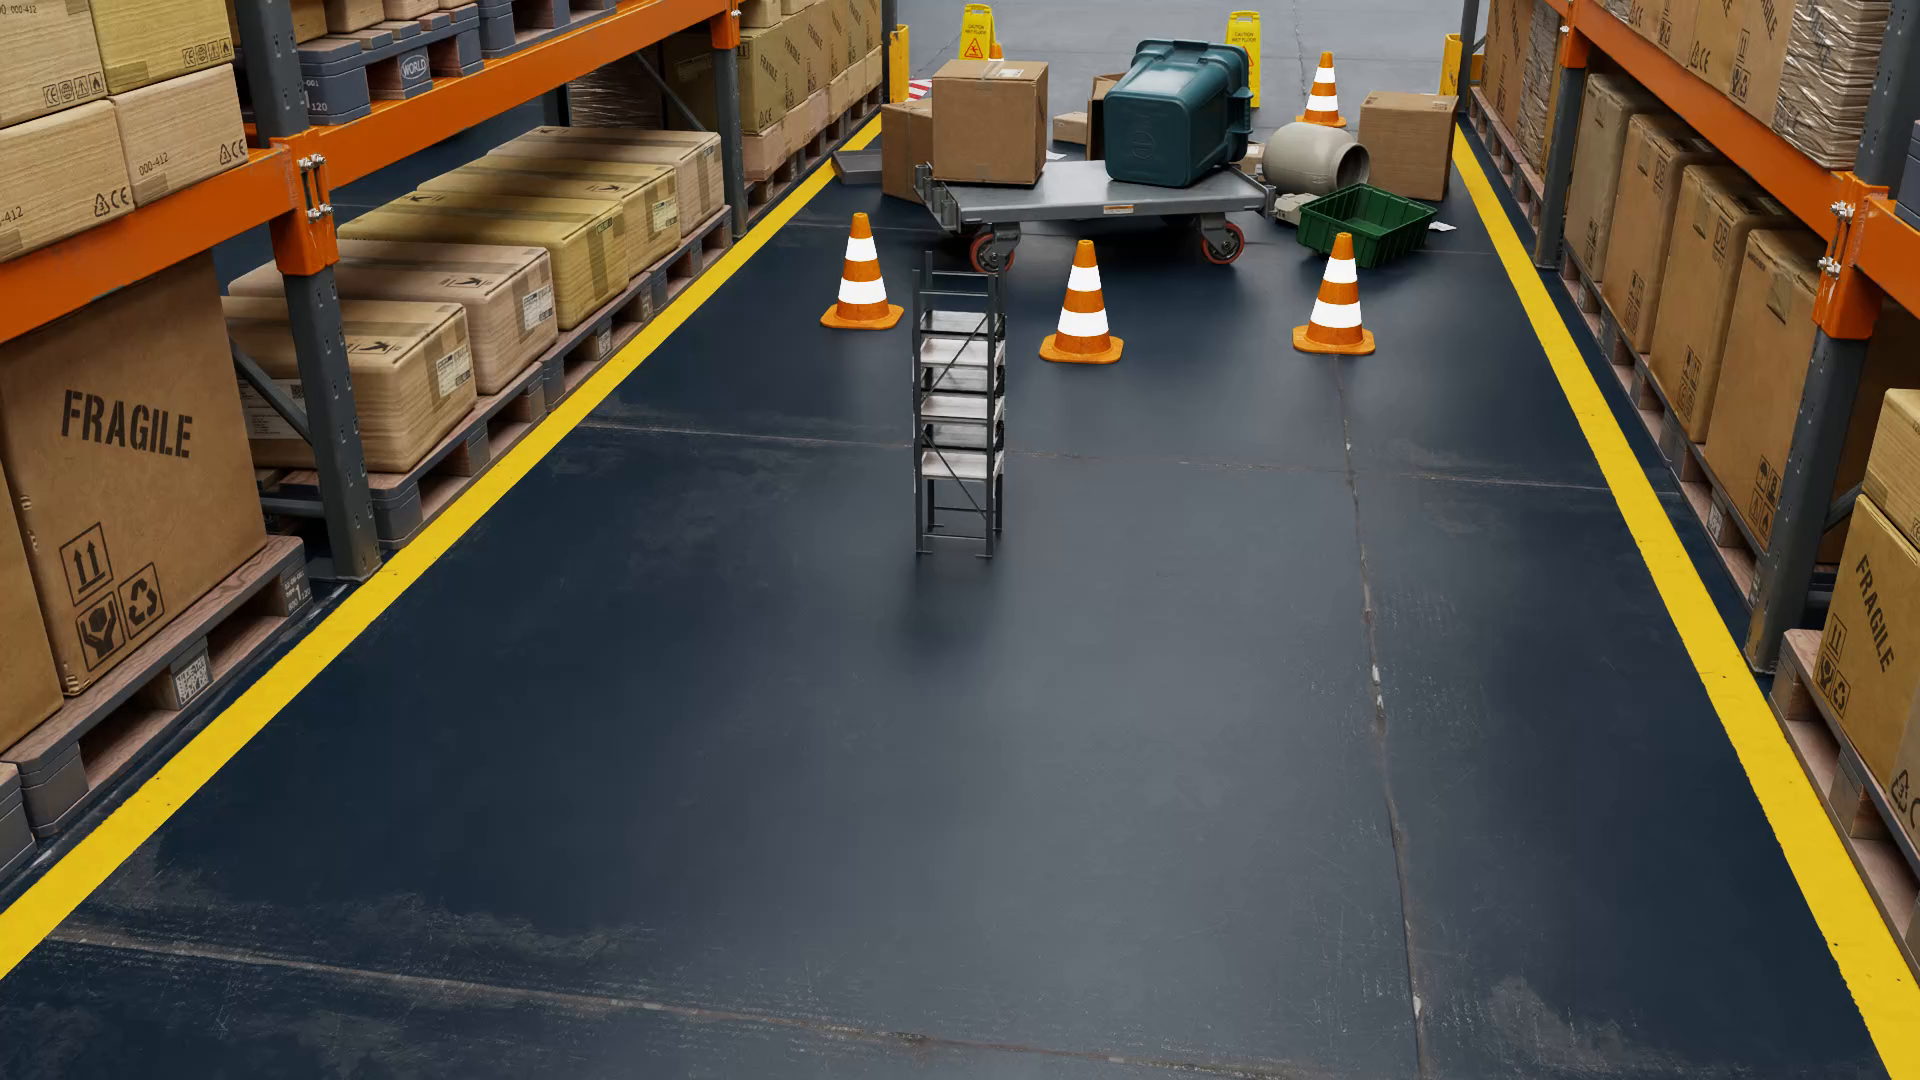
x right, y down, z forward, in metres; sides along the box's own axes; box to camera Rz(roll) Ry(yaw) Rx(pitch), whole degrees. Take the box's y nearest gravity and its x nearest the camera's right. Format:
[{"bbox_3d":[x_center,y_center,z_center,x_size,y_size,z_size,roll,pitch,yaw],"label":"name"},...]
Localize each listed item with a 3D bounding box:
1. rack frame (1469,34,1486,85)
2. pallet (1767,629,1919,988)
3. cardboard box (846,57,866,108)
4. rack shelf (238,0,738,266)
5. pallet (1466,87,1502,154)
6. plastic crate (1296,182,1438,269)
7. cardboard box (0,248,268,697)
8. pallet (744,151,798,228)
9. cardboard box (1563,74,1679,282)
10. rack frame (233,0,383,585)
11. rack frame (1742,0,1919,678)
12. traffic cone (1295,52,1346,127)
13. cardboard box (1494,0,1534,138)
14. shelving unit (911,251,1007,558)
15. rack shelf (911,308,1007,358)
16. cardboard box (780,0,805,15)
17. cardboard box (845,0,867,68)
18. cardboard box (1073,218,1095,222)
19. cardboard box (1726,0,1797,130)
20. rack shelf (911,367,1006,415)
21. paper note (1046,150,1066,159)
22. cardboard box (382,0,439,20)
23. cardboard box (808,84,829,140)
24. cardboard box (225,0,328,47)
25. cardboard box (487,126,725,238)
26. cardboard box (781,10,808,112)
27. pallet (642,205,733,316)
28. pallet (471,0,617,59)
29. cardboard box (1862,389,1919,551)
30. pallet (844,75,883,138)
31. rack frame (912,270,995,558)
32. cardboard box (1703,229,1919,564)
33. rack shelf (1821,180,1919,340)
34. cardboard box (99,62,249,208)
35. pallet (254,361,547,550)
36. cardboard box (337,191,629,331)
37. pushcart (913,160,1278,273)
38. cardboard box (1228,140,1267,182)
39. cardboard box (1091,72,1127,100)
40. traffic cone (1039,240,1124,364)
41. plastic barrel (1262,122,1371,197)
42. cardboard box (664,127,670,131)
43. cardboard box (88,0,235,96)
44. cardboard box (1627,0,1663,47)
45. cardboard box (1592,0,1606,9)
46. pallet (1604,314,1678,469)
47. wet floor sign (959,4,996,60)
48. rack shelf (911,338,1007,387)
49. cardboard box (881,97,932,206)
[{"bbox_3d":[3.948,-4.329,10.961,0.949,2.616,0.053,4,25,9],"label":"rack frame"},{"bbox_3d":[2.508,0.606,3.706,1.003,0.211,1.213,4,25,9],"label":"pallet"},{"bbox_3d":[-0.915,-3.002,10.874,0.500,0.250,0.500,4,25,9],"label":"cardboard box"},{"bbox_3d":[-1.936,-1.795,6.395,1.077,0.370,4.000,4,25,9],"label":"rack shelf"},{"bbox_3d":[3.891,-2.727,10.827,1.003,0.211,1.213,4,25,9],"label":"pallet"},{"bbox_3d":[2.027,-1.573,8.320,0.450,0.188,0.662,29,36,30],"label":"plastic crate"},{"bbox_3d":[-2.458,-0.229,4.212,0.875,0.875,0.875,4,25,8],"label":"cardboard box"},{"bbox_3d":[-1.535,-1.978,9.226,1.003,0.211,1.213,4,25,9],"label":"pallet"},{"bbox_3d":[3.278,-1.562,7.207,1.050,0.750,0.750,4,25,8],"label":"cardboard box"},{"bbox_3d":[-2.263,-1.284,4.456,1.000,3.000,0.127,4,25,9],"label":"rack frame"},{"bbox_3d":[2.637,-0.984,3.813,1.000,3.000,0.127,4,25,9],"label":"rack frame"},{"bbox_3d":[2.457,-3.057,11.235,0.336,0.463,0.334,4,25,9],"label":"traffic cone"},{"bbox_3d":[3.757,-2.901,9.921,0.875,0.875,0.875,4,25,8],"label":"cardboard box"},{"bbox_3d":[-0.001,-0.404,5.052,0.258,0.900,0.210,4,25,9],"label":"shelving unit"},{"bbox_3d":[-0.001,-0.619,4.952,0.258,0.077,0.200,4,25,9],"label":"rack shelf"},{"bbox_3d":[-1.085,-3.027,9.277,0.380,0.149,0.250,5,26,11],"label":"cardboard box"},{"bbox_3d":[-0.911,-3.343,10.717,0.500,0.500,0.500,5,26,10],"label":"cardboard box"},{"bbox_3d":[0.641,-1.911,9.020,0.258,0.266,0.396,-14,29,-27],"label":"cardboard box"},{"bbox_3d":[2.528,-1.444,4.680,0.500,0.500,0.500,4,25,9],"label":"cardboard box"},{"bbox_3d":[-0.001,-0.455,5.028,0.258,0.077,0.200,4,25,9],"label":"rack shelf"},{"bbox_3d":[0.567,-2.402,10.360,0.148,0.019,0.142,13,28,26],"label":"paper note"},{"bbox_3d":[-1.857,-1.711,5.168,0.380,0.149,0.250,2,25,5],"label":"cardboard box"},{"bbox_3d":[-1.086,-2.576,9.964,0.500,0.250,0.500,4,25,8],"label":"cardboard box"},{"bbox_3d":[-2.027,-1.484,4.683,0.380,0.149,0.250,3,25,5],"label":"cardboard box"},{"bbox_3d":[-1.693,-1.738,8.029,0.950,0.372,0.625,4,25,9],"label":"cardboard box"},{"bbox_3d":[-1.171,-2.695,9.332,0.500,0.500,0.500,5,26,11],"label":"cardboard box"},{"bbox_3d":[-1.735,-1.369,7.925,1.003,0.211,1.213,4,25,9],"label":"pallet"},{"bbox_3d":[-1.980,-2.028,6.271,1.003,0.211,1.213,4,25,9],"label":"pallet"},{"bbox_3d":[2.285,-0.110,3.515,0.500,0.250,0.500,3,25,6],"label":"cardboard box"},{"bbox_3d":[-1.136,-2.998,11.406,1.003,0.211,1.213,4,25,9],"label":"pallet"},{"bbox_3d":[-0.018,-0.362,4.961,0.240,0.900,0.006,4,25,9],"label":"rack frame"},{"bbox_3d":[2.825,-0.403,4.732,1.050,0.750,0.750,4,25,8],"label":"cardboard box"},{"bbox_3d":[2.310,0.179,2.179,1.077,0.370,4.000,4,25,9],"label":"rack shelf"},{"bbox_3d":[-2.090,-0.987,3.997,0.500,0.250,0.500,3,25,7],"label":"cardboard box"},{"bbox_3d":[-2.134,-0.348,5.745,1.003,0.211,1.213,4,25,9],"label":"pallet"},{"bbox_3d":[-1.919,-1.146,6.764,0.950,0.372,0.625,5,26,10],"label":"cardboard box"},{"bbox_3d":[0.648,-1.633,8.293,1.648,0.377,0.936,-5,25,-10],"label":"pushcart"},{"bbox_3d":[1.754,-2.265,9.775,0.396,0.266,0.258,8,26,18],"label":"cardboard box"},{"bbox_3d":[1.255,-2.590,10.189,0.797,0.503,0.637,-14,29,-27],"label":"cardboard box"},{"bbox_3d":[0.508,-1.002,6.845,0.336,0.463,0.334,4,25,9],"label":"traffic cone"},{"bbox_3d":[1.963,-2.071,9.174,0.421,0.421,0.512,-20,32,-36],"label":"plastic barrel"},{"bbox_3d":[-1.778,-2.168,9.092,0.500,0.250,0.500,5,26,11],"label":"cardboard box"},{"bbox_3d":[-2.092,-1.223,3.911,0.500,0.250,0.500,4,25,8],"label":"cardboard box"},{"bbox_3d":[2.773,-2.080,6.038,0.500,0.500,0.500,4,25,8],"label":"cardboard box"},{"bbox_3d":[2.939,-2.501,6.936,0.500,0.500,0.500,4,25,9],"label":"cardboard box"},{"bbox_3d":[3.042,-0.554,6.185,1.003,0.211,1.213,4,25,9],"label":"pallet"},{"bbox_3d":[0.131,-3.569,12.114,0.267,0.644,0.232,13,28,26],"label":"wet floor sign"},{"bbox_3d":[-0.001,-0.537,4.990,0.258,0.077,0.200,4,25,9],"label":"rack shelf"},{"bbox_3d":[-0.092,-2.180,9.315,0.500,0.500,0.500,-20,32,-36],"label":"cardboard box"}]
